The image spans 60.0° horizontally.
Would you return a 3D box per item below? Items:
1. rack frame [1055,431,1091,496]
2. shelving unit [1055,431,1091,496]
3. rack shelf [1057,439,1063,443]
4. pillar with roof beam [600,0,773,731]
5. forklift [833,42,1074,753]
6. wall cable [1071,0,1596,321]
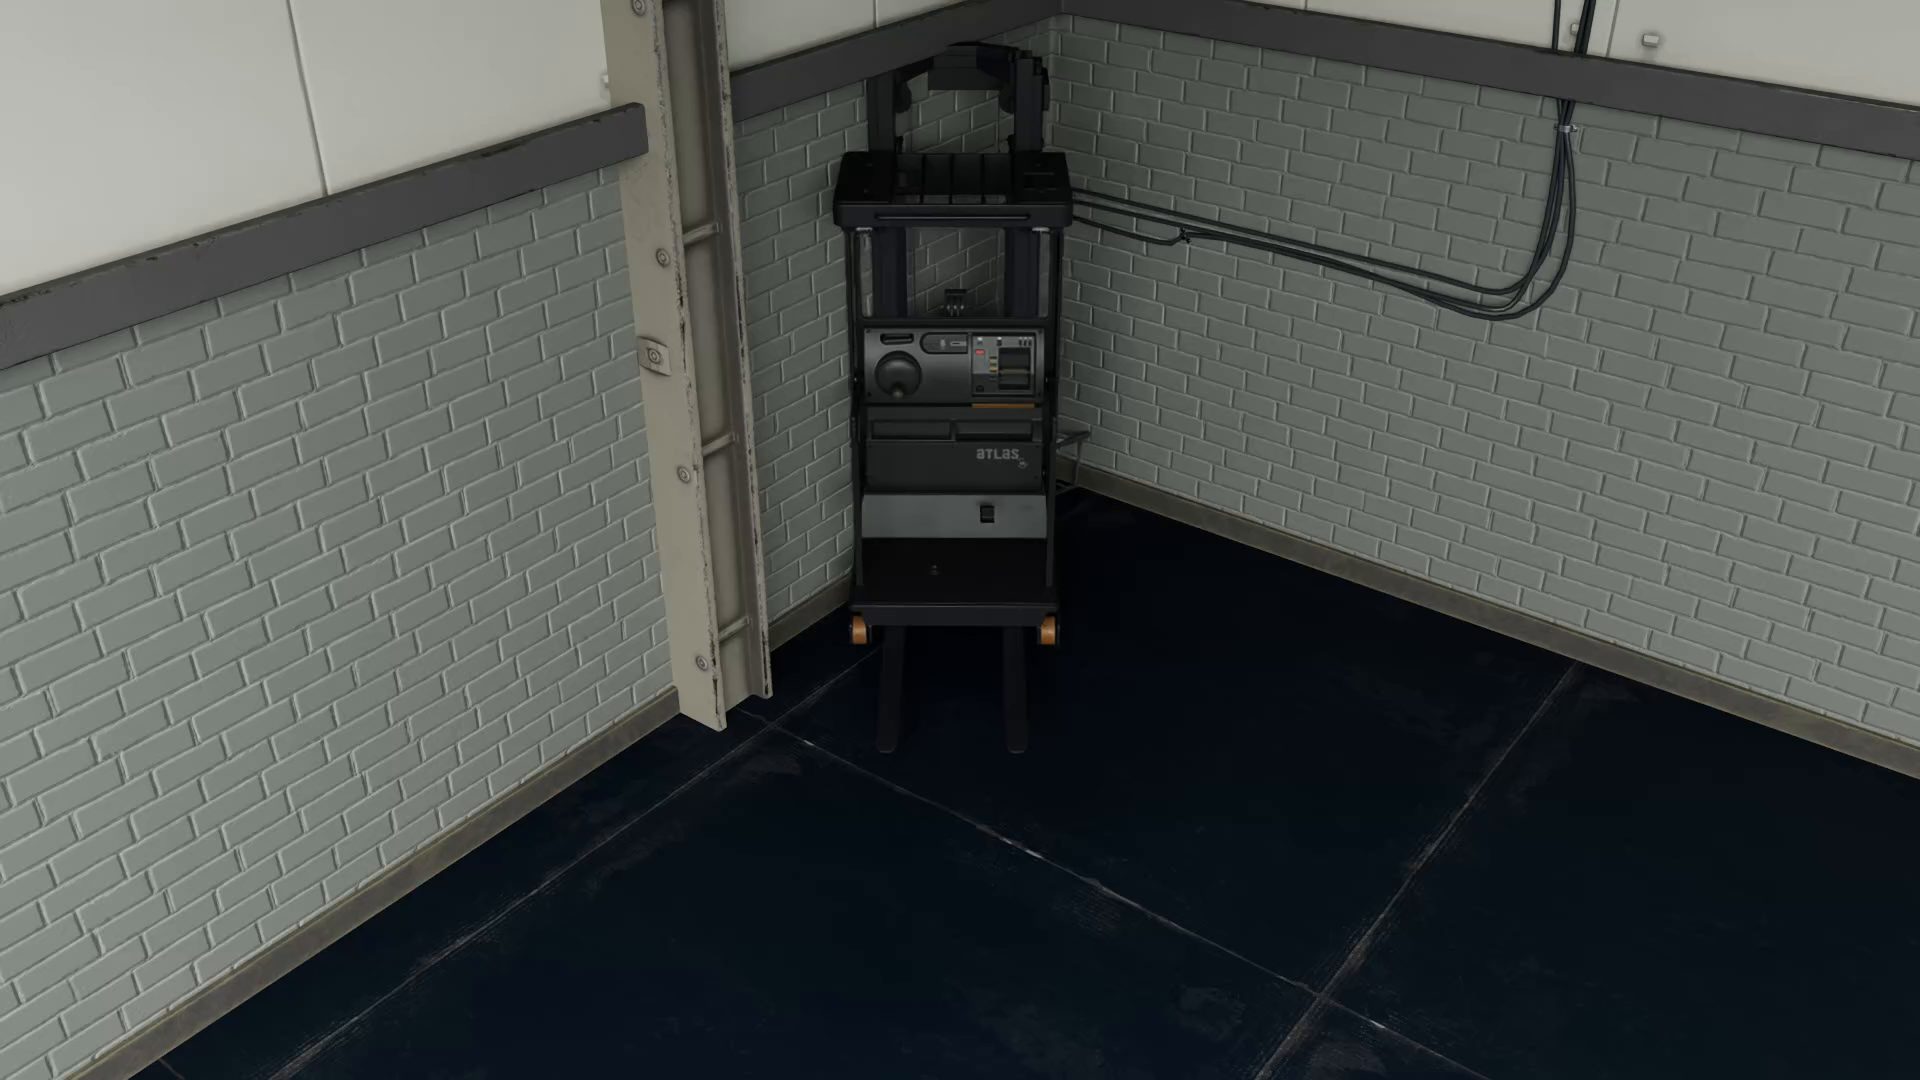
[{"bbox_3d":[0.727,-0.483,10.256,1.500,0.400,0.023,-22,44,-32],"label":"rack frame"},{"bbox_3d":[0.502,-0.666,10.479,1.500,0.431,0.755,-22,44,-32],"label":"shelving unit"},{"bbox_3d":[0.246,-0.564,10.306,0.370,0.431,0.720,-22,44,-32],"label":"rack shelf"},{"bbox_3d":[2.242,-1.727,3.895,9.100,9.000,0.400,21,37,31],"label":"pillar with roof beam"},{"bbox_3d":[-0.028,-0.858,8.380,1.130,2.935,3.031,0,31,0],"label":"forklift"},{"bbox_3d":[1.642,-2.506,8.256,3.097,2.526,0.112,21,37,31],"label":"wall cable"}]
